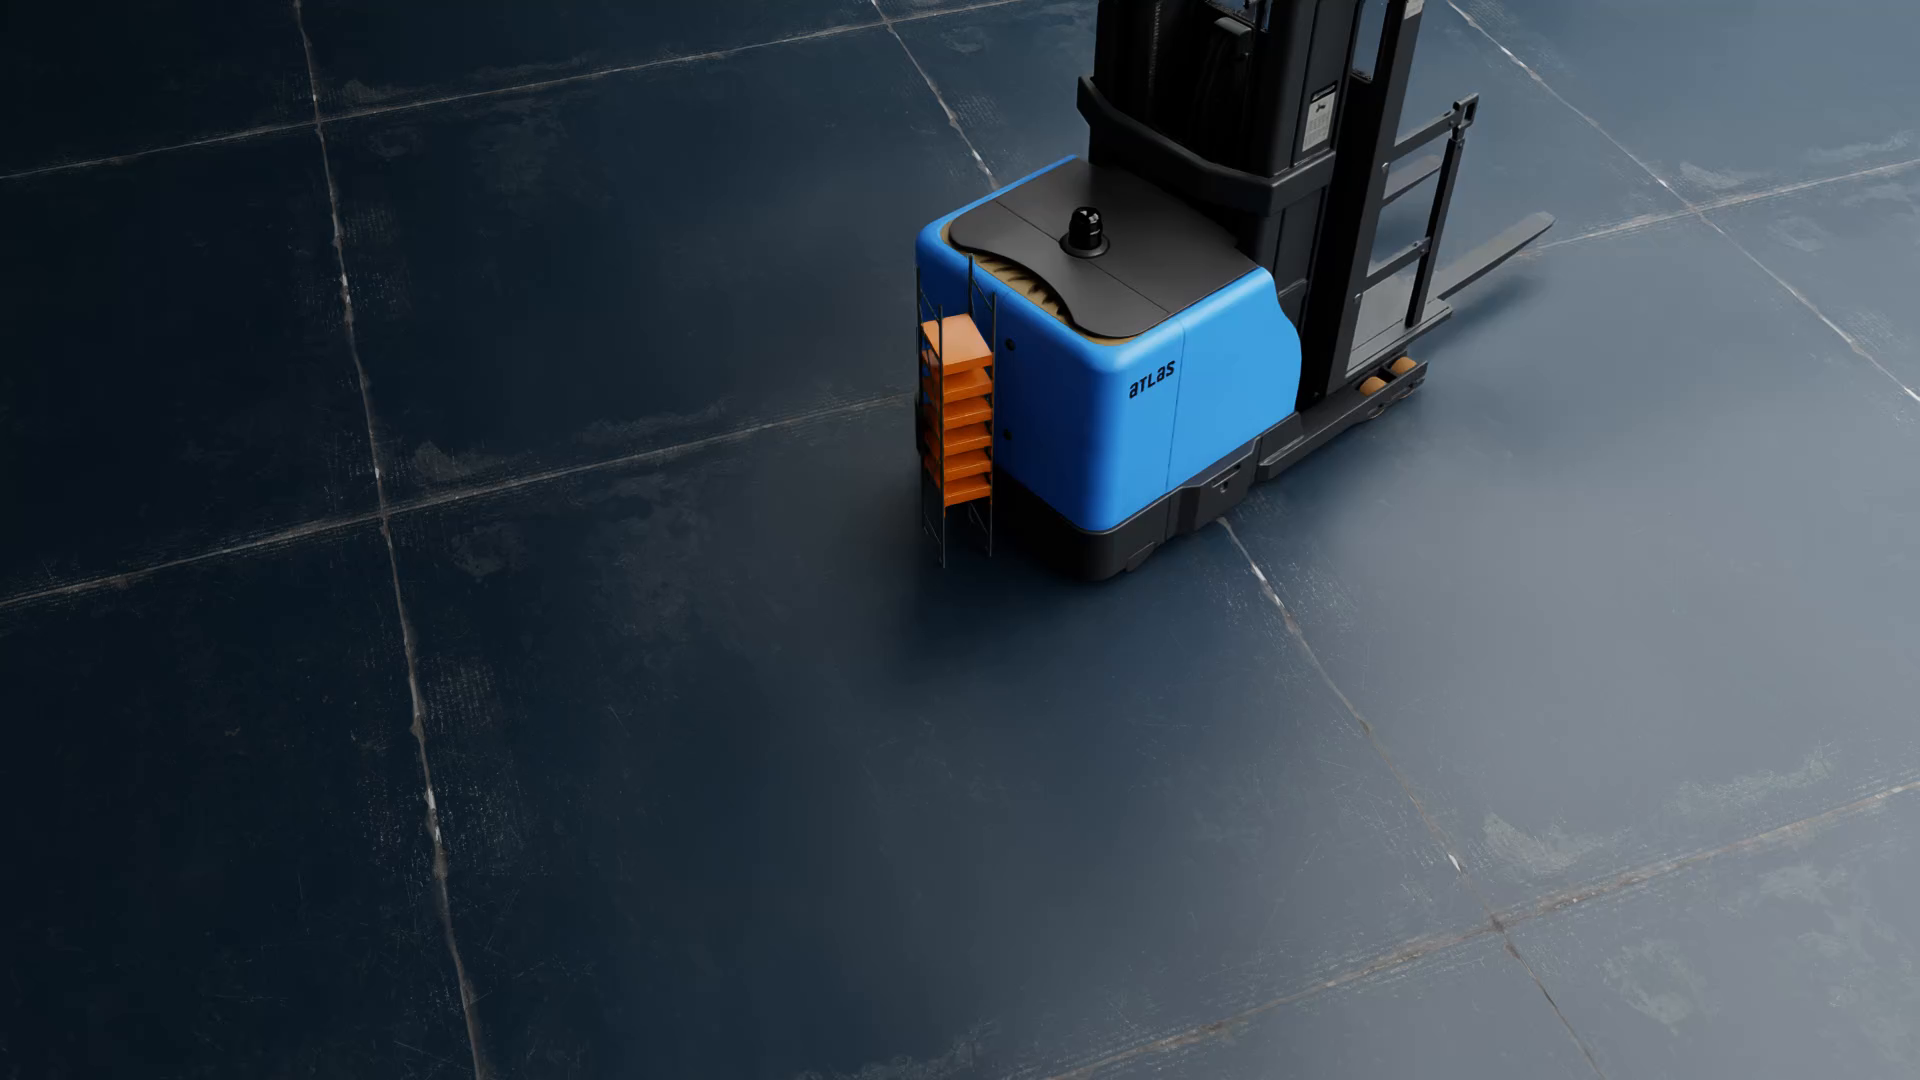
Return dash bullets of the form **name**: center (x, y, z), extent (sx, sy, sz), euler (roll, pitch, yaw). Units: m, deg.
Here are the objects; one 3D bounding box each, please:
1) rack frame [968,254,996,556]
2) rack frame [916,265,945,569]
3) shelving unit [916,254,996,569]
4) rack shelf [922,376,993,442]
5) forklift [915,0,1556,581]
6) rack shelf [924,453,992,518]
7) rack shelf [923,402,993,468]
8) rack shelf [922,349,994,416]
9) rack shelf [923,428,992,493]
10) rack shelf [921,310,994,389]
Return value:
- **rack frame**: center (0.072, -0.442, 5.843), extent (0.006, 1.200, 0.240), euler (-14, 47, -14)
- **rack frame**: center (-0.100, -0.398, 5.800), extent (0.006, 1.200, 0.240), euler (-14, 47, -14)
- **shelving unit**: center (-0.014, -0.420, 5.822), extent (0.189, 1.200, 0.258), euler (-14, 47, -14)
- **rack shelf**: center (-0.014, -0.473, 5.768), extent (0.180, 0.103, 0.258), euler (-14, 47, -14)
- **forklift**: center (1.274, -1.784, 5.959), extent (3.031, 2.935, 1.130), euler (-31, 53, -27)
- **rack shelf**: center (-0.014, -0.219, 6.023), extent (0.180, 0.103, 0.258), euler (-14, 47, -14)
- **rack shelf**: center (-0.014, -0.389, 5.853), extent (0.180, 0.103, 0.258), euler (-14, 47, -14)
- **rack shelf**: center (-0.014, -0.558, 5.683), extent (0.180, 0.103, 0.258), euler (-14, 47, -14)
- **rack shelf**: center (-0.014, -0.304, 5.938), extent (0.180, 0.103, 0.258), euler (-14, 47, -14)
- **rack shelf**: center (-0.014, -0.643, 5.598), extent (0.180, 0.103, 0.258), euler (-14, 47, -14)
